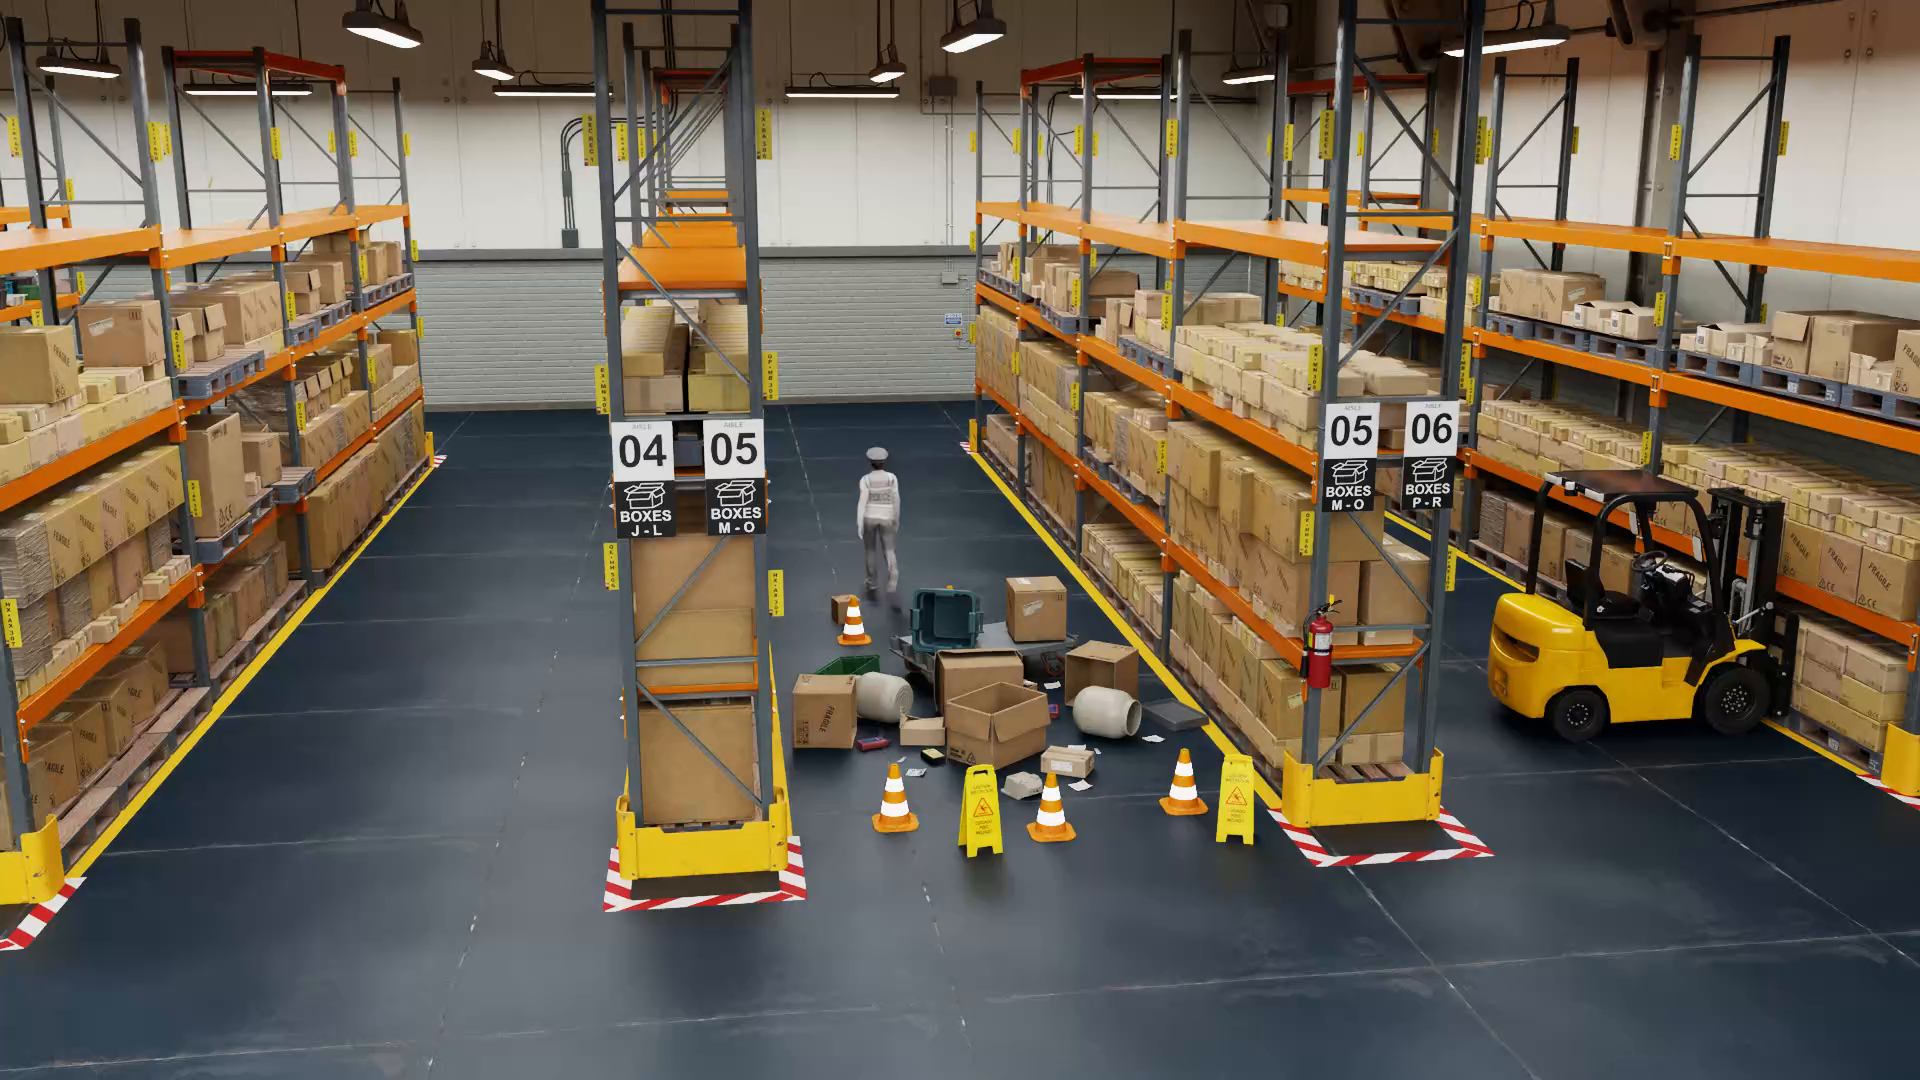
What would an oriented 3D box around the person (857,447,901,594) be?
[{"bbox_3d":[-0.913,-0.214,18.806,0.509,1.653,0.781,-2,13,-9],"label":"person"}]
